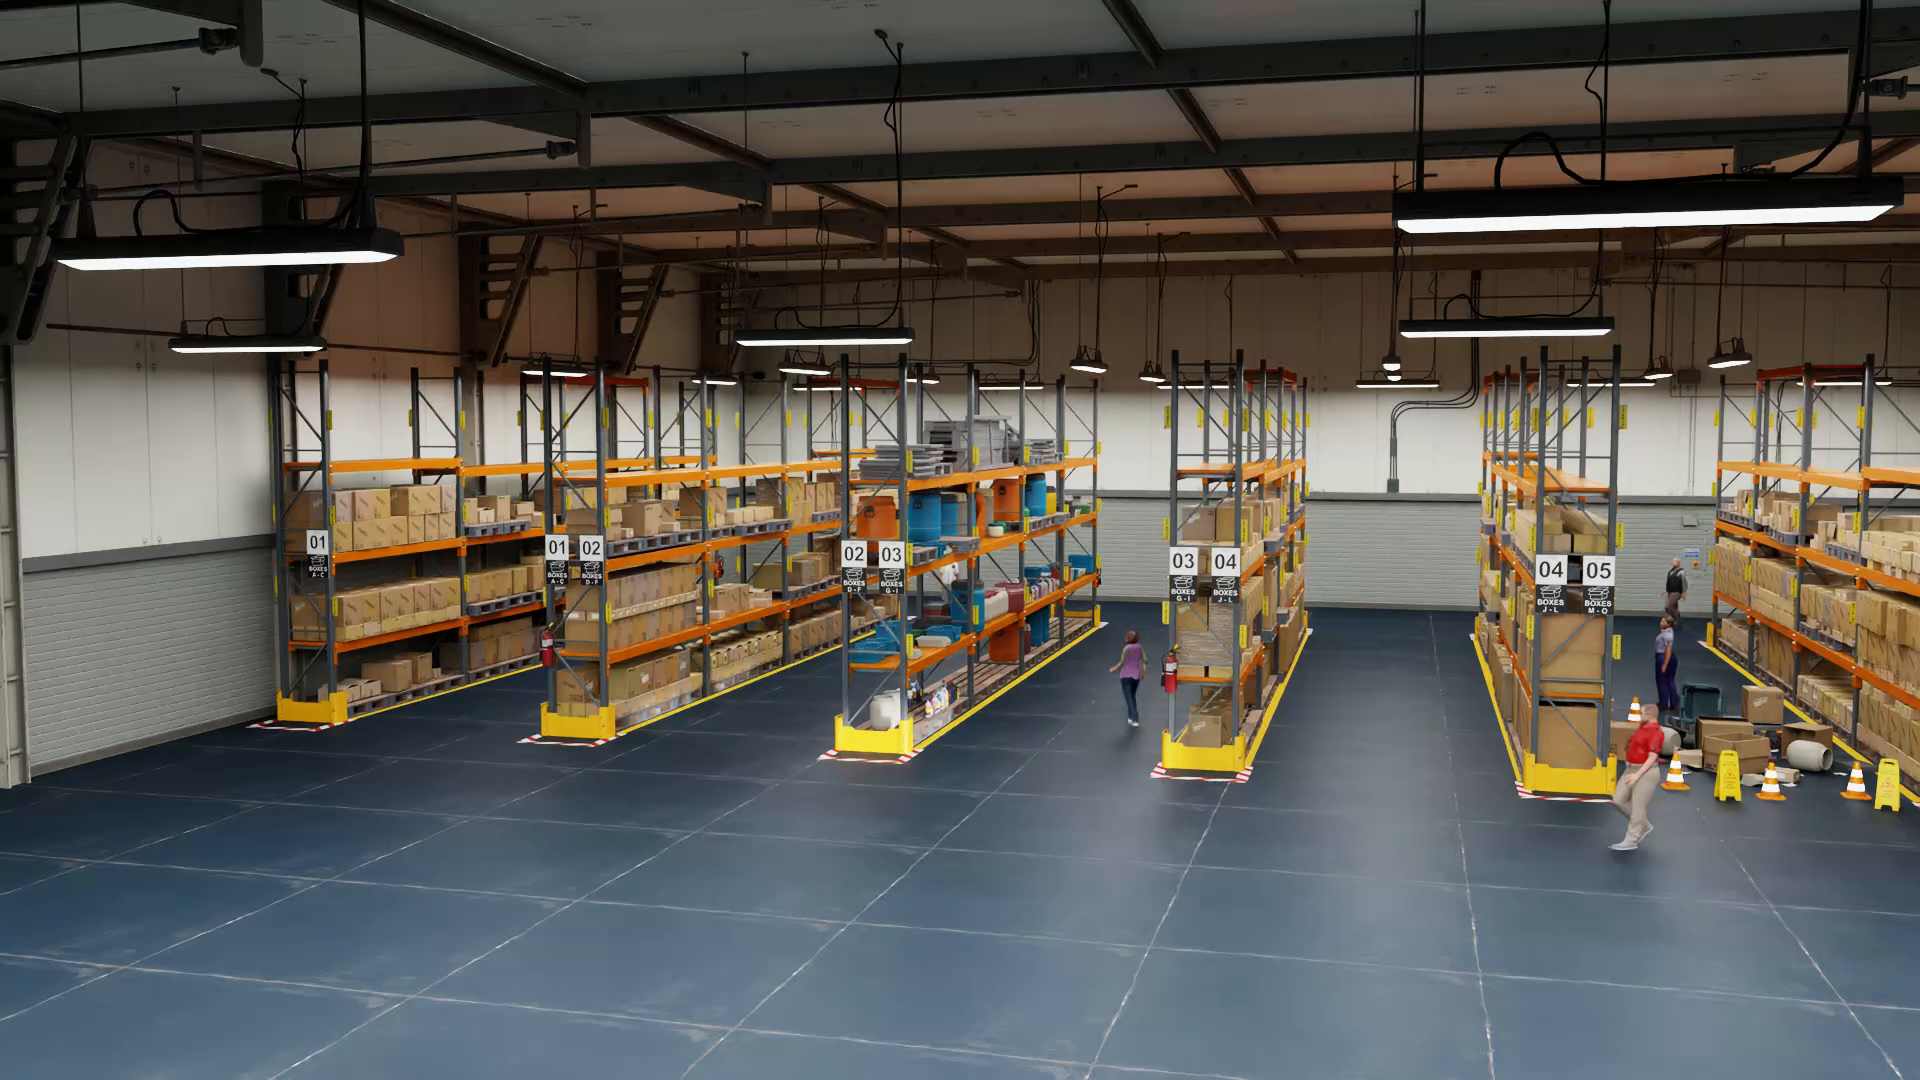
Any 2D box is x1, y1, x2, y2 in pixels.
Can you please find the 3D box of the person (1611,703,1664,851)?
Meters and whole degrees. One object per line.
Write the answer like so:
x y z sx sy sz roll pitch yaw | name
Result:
7.874 2.750 19.389 0.630 1.710 0.600 -1 4 -14 | person

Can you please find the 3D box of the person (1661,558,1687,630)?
16.986 1.292 39.597 0.523 1.744 0.524 0 4 -3 | person

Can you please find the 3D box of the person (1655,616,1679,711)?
12.194 2.126 28.712 0.515 1.654 0.420 -4 6 -44 | person

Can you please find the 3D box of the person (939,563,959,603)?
-0.276 1.122 42.695 0.501 1.619 0.940 0 4 4 | person

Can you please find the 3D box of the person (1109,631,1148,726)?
2.807 2.294 27.248 0.559 1.636 0.703 -1 4 -19 | person
